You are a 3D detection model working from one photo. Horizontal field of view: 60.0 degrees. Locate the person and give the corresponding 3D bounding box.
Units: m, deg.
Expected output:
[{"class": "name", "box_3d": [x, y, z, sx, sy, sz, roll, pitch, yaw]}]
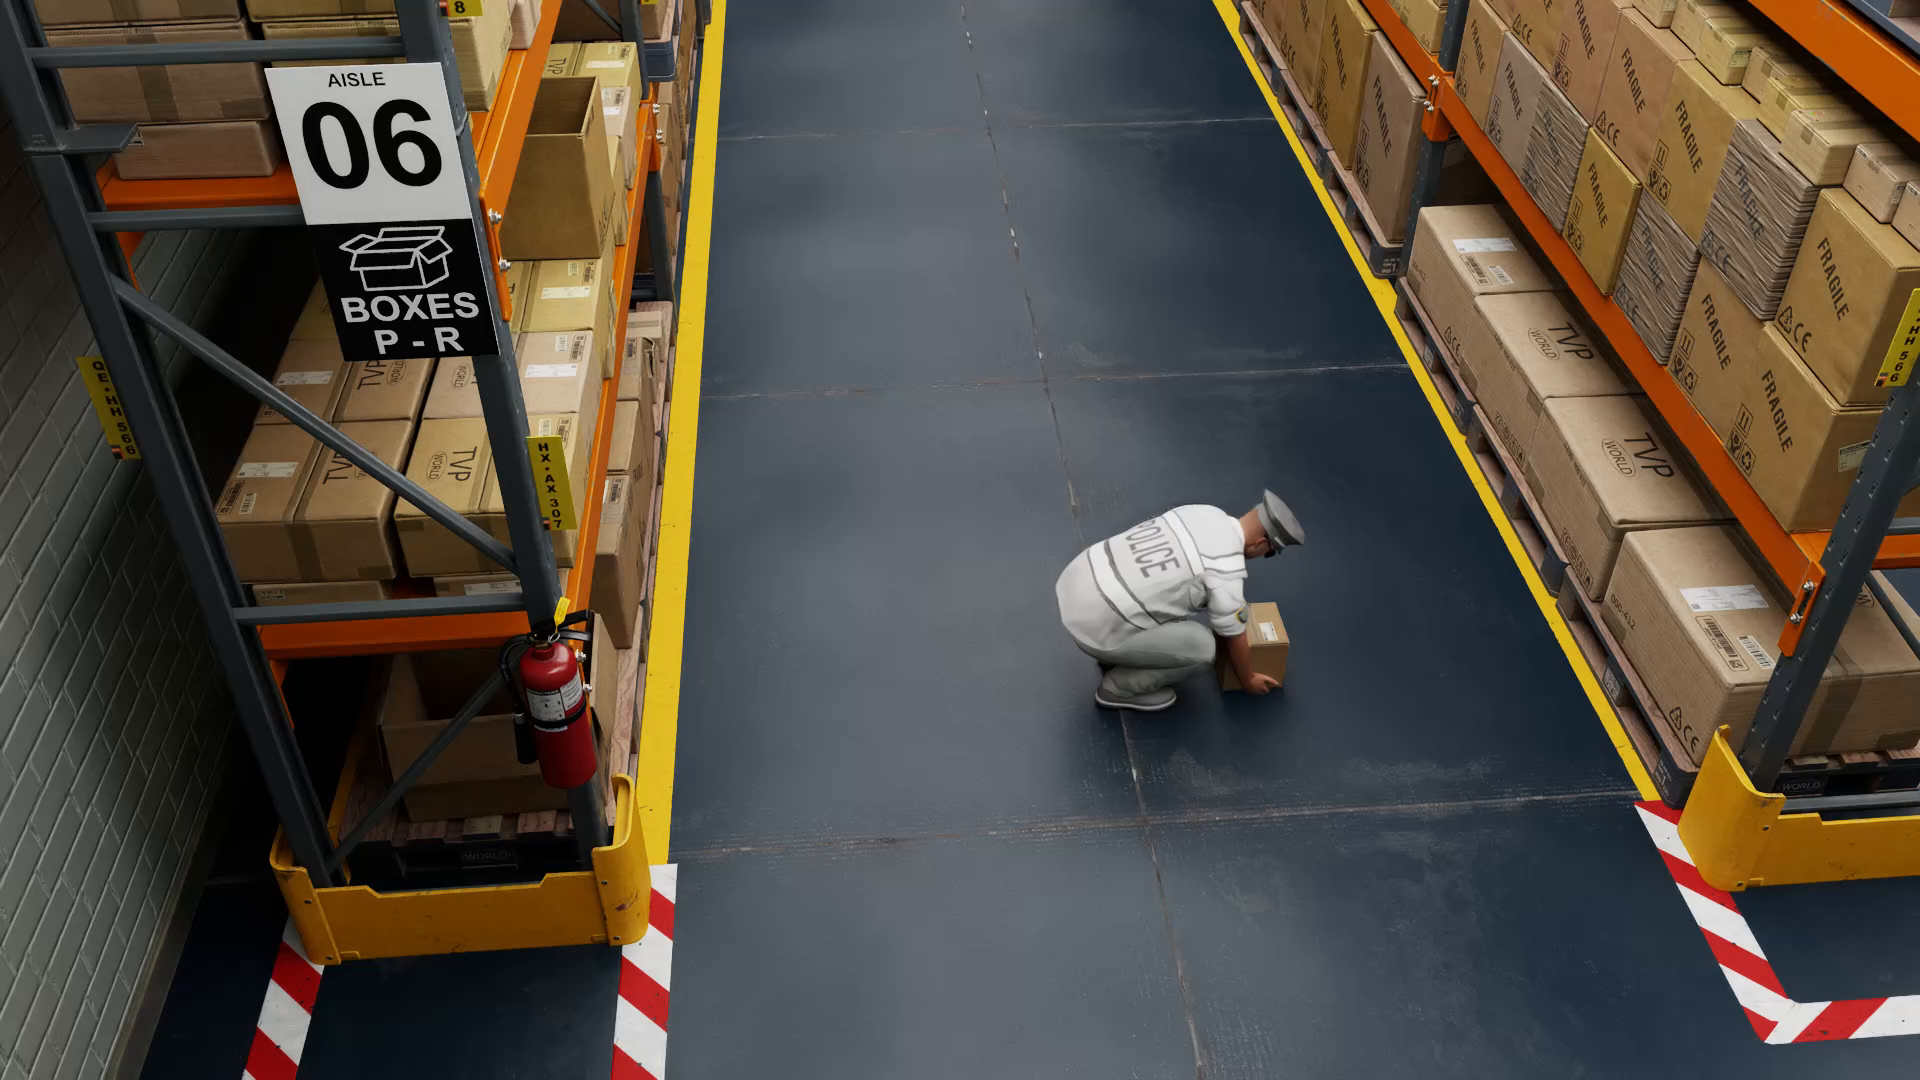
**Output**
[{"class": "person", "box_3d": [0.871, 0.247, 6.616, 0.974, 0.899, 0.546, -3, 39, -4]}]
